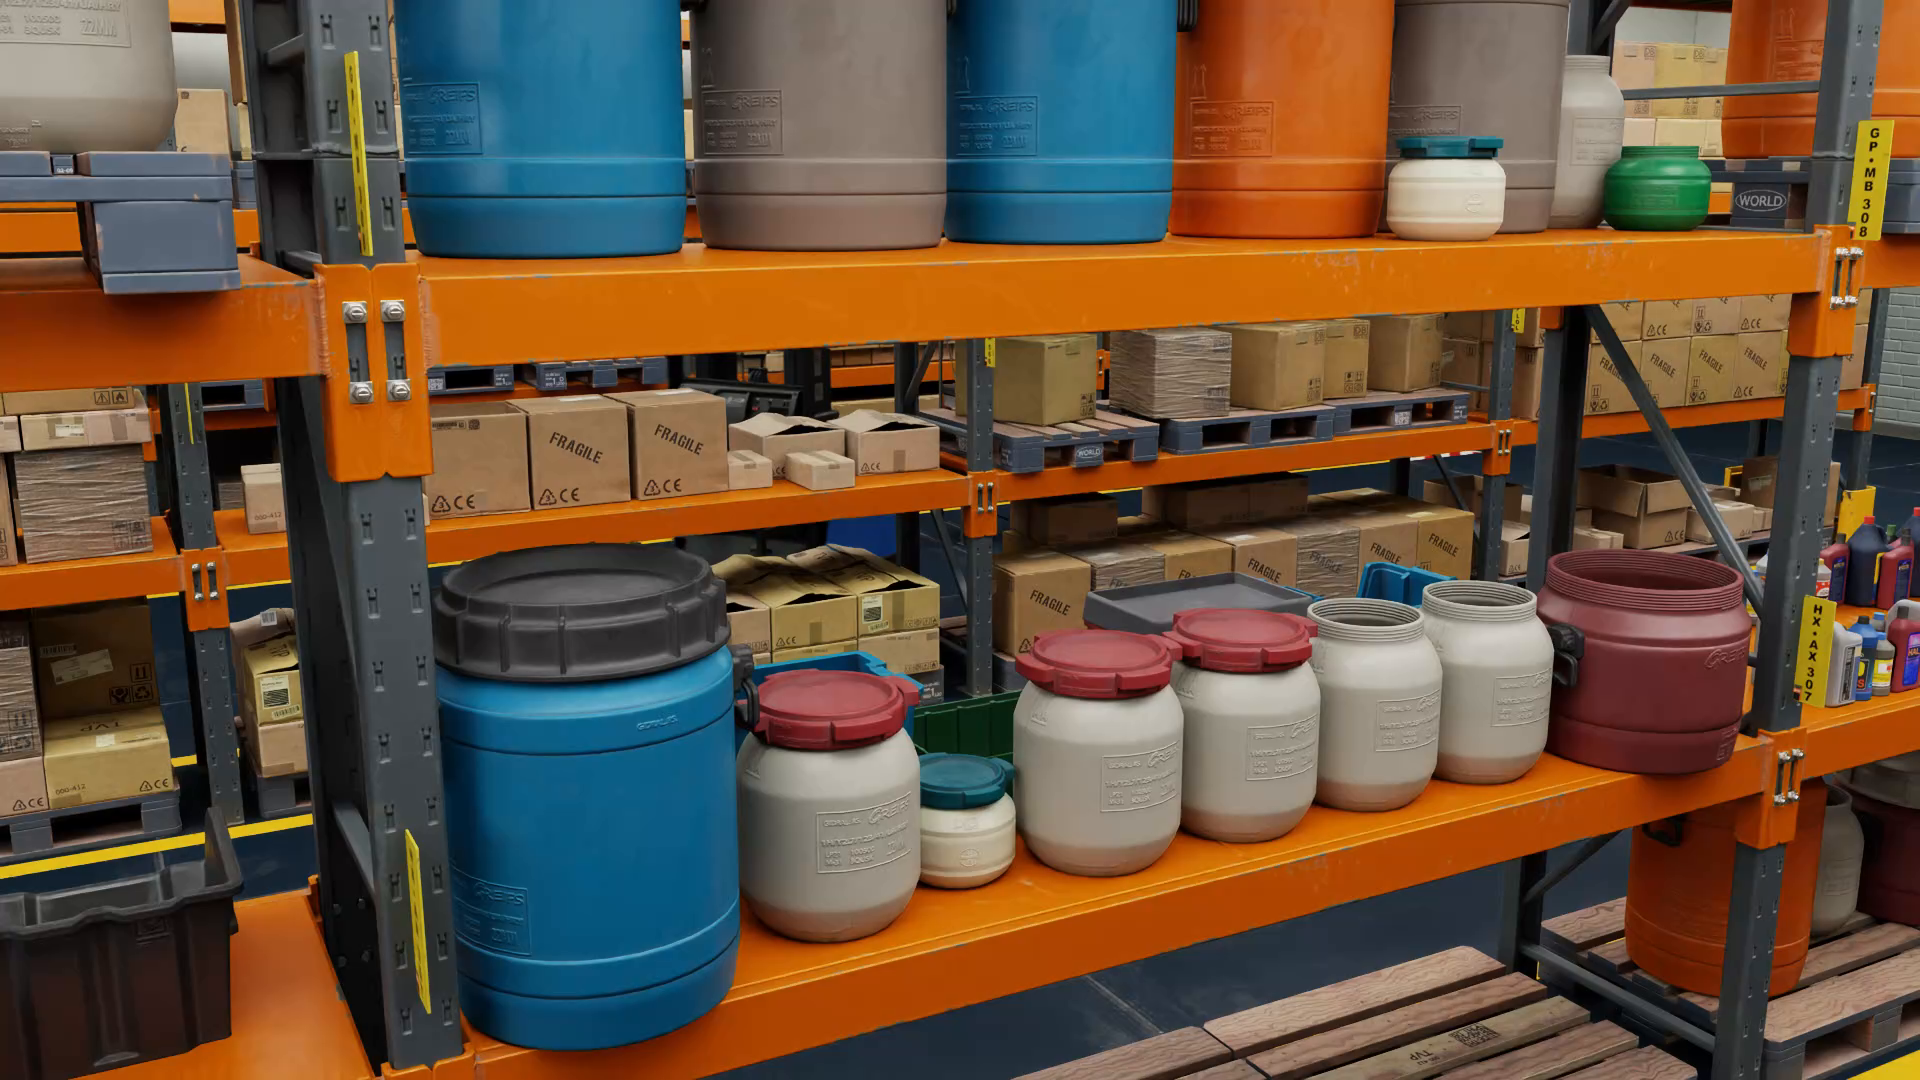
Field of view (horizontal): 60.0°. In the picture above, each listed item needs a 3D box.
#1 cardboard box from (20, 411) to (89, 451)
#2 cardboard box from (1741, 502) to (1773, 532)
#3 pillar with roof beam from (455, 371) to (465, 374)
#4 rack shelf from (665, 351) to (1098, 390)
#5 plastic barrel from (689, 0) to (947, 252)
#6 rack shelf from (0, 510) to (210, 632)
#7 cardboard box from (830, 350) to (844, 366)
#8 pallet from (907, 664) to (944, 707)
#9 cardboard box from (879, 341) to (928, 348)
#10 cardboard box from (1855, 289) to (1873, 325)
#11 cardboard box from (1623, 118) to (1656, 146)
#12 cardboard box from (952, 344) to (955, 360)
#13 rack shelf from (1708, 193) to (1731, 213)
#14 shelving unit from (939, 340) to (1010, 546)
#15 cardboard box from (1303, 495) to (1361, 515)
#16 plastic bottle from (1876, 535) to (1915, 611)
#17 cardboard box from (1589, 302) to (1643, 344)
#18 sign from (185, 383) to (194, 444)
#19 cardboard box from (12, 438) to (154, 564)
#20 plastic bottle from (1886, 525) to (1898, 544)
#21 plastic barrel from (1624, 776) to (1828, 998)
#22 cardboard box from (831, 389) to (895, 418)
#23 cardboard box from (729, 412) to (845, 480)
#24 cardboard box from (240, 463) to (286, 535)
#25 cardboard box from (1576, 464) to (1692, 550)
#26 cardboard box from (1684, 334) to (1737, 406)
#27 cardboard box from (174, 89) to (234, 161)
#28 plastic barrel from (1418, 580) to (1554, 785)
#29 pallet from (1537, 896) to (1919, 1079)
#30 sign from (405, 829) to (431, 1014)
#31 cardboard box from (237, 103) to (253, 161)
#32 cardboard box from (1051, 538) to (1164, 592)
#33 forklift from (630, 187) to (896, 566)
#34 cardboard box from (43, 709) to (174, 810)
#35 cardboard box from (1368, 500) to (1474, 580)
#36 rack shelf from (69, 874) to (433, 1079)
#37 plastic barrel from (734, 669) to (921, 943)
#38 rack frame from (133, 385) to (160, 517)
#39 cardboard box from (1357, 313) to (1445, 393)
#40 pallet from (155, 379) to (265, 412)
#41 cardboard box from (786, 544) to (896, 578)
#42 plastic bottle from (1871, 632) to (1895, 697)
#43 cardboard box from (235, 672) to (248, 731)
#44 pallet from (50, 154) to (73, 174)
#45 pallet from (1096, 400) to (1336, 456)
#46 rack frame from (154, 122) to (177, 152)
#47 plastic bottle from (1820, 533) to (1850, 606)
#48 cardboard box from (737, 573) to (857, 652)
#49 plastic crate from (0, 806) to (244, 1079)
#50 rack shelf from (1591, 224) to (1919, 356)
[{"bbox_3d":[-3.970,-0.498,7.287,0.250,0.149,0.380,-7,15,-29],"label":"cardboard box"},{"bbox_3d":[6.159,-0.193,13.088,0.250,0.166,0.380,-7,14,-28],"label":"cardboard box"},{"bbox_3d":[-1.975,-3.731,9.691,0.400,9.000,9.100,-7,14,-28],"label":"pillar with roof beam"},{"bbox_3d":[-0.726,-1.463,14.917,4.000,0.370,1.077,-7,14,-28],"label":"rack shelf"},{"bbox_3d":[-0.329,-1.146,3.895,0.600,0.901,0.600,0,13,0],"label":"plastic barrel"},{"bbox_3d":[-5.371,0.333,6.937,4.000,0.370,1.077,-7,14,-28],"label":"rack shelf"},{"bbox_3d":[-1.197,-1.597,14.398,0.250,0.149,0.380,-6,14,-27],"label":"cardboard box"},{"bbox_3d":[-0.846,0.790,9.618,1.213,0.211,1.003,-7,14,-28],"label":"pallet"},{"bbox_3d":[-0.579,-1.971,14.583,0.500,0.500,0.500,-6,14,-26],"label":"cardboard box"},{"bbox_3d":[6.658,-1.928,12.838,0.500,0.500,0.500,-7,14,-28],"label":"cardboard box"},{"bbox_3d":[4.390,-2.761,11.415,0.500,0.250,0.500,-7,14,-28],"label":"cardboard box"},{"bbox_3d":[-0.041,-1.720,14.946,0.250,0.149,0.380,-7,14,-28],"label":"cardboard box"},{"bbox_3d":[5.161,-2.393,12.217,4.000,0.370,1.077,-7,14,-28],"label":"rack shelf"},{"bbox_3d":[0.145,-1.042,13.456,0.503,2.100,0.431,-7,14,-28],"label":"shelving unit"},{"bbox_3d":[2.402,-0.003,11.483,0.500,0.500,0.500,-7,14,-27],"label":"cardboard box"},{"bbox_3d":[3.650,0.126,6.484,0.133,0.283,0.061,-7,14,-28],"label":"plastic bottle"},{"bbox_3d":[4.407,-1.657,11.633,0.500,0.500,0.500,-7,15,-30],"label":"cardboard box"},{"bbox_3d":[-3.349,-0.583,7.215,0.005,0.325,0.100,-7,14,-28],"label":"sign"},{"bbox_3d":[-4.002,-0.230,7.569,0.500,0.500,0.700,-7,15,-29],"label":"cardboard box"},{"bbox_3d":[3.698,0.084,6.670,0.133,0.283,0.061,-7,14,-28],"label":"plastic bottle"},{"bbox_3d":[2.686,1.105,5.855,0.708,0.830,0.600,-7,14,-28],"label":"plastic barrel"},{"bbox_3d":[-1.002,-0.903,14.729,0.750,0.750,0.750,-7,14,-28],"label":"cardboard box"},{"bbox_3d":[-0.983,-0.549,9.421,0.500,0.311,0.500,-7,14,-29],"label":"cardboard box"},{"bbox_3d":[-3.205,-0.216,8.077,0.500,0.250,0.500,-6,14,-24],"label":"cardboard box"},{"bbox_3d":[5.052,-0.266,12.641,0.637,0.503,0.797,-7,14,-28],"label":"cardboard box"},{"bbox_3d":[5.318,-1.281,12.240,0.500,0.500,0.500,-7,14,-29],"label":"cardboard box"},{"bbox_3d":[-5.475,-2.942,11.834,0.500,0.500,0.500,-5,13,-20],"label":"cardboard box"},{"bbox_3d":[1.464,0.400,4.744,0.421,0.512,0.421,0,13,0],"label":"plastic barrel"},{"bbox_3d":[2.937,1.575,6.130,1.213,0.211,1.003,-7,14,-28],"label":"pallet"},{"bbox_3d":[-0.992,0.698,3.043,0.005,0.325,0.100,-7,14,-28],"label":"sign"},{"bbox_3d":[-3.071,-1.887,7.714,0.500,0.250,0.500,-5,14,-22],"label":"cardboard box"},{"bbox_3d":[0.888,0.306,10.107,0.500,0.500,0.500,-7,15,-30],"label":"cardboard box"},{"bbox_3d":[-1.547,-0.824,10.595,1.130,2.935,3.031,7,14,27],"label":"forklift"},{"bbox_3d":[-3.918,0.999,7.645,0.500,0.250,0.500,-7,14,-28],"label":"cardboard box"},{"bbox_3d":[3.110,0.042,11.283,0.500,0.500,0.500,-7,14,-28],"label":"cardboard box"},{"bbox_3d":[-3.001,1.288,2.694,4.000,0.370,1.077,-7,14,-28],"label":"rack shelf"},{"bbox_3d":[-0.301,0.602,3.794,0.433,0.535,0.433,0,13,0],"label":"plastic barrel"},{"bbox_3d":[-5.993,-1.183,12.033,0.127,3.000,1.000,-7,14,-28],"label":"rack frame"},{"bbox_3d":[2.883,-1.317,11.446,0.700,0.500,0.500,11,17,41],"label":"cardboard box"},{"bbox_3d":[-5.252,-1.142,12.287,1.213,0.211,1.003,-7,14,-28],"label":"pallet"},{"bbox_3d":[-0.705,0.212,9.864,0.500,0.311,0.500,-6,14,-26],"label":"cardboard box"},{"bbox_3d":[3.000,0.402,5.443,0.097,0.201,0.097,0,13,0],"label":"plastic bottle"},{"bbox_3d":[-3.391,0.808,8.491,0.500,0.250,0.500,-7,14,-28],"label":"cardboard box"},{"bbox_3d":[-4.352,-1.554,7.053,1.213,0.211,1.003,-7,14,-28],"label":"pallet"},{"bbox_3d":[1.600,-0.761,10.597,1.213,0.211,1.003,-7,14,-28],"label":"pallet"},{"bbox_3d":[-3.616,-3.155,7.135,0.127,3.000,1.000,-7,14,-28],"label":"rack frame"},{"bbox_3d":[3.419,0.117,6.521,0.133,0.283,0.061,-7,14,-28],"label":"plastic bottle"},{"bbox_3d":[-0.900,0.372,9.153,0.500,0.311,0.500,-7,14,-29],"label":"cardboard box"},{"bbox_3d":[-1.766,0.787,3.421,0.504,0.338,0.767,-7,14,-28],"label":"plastic crate"},{"bbox_3d":[4.020,-1.017,6.104,4.000,0.370,1.077,-7,14,-28],"label":"rack shelf"}]
